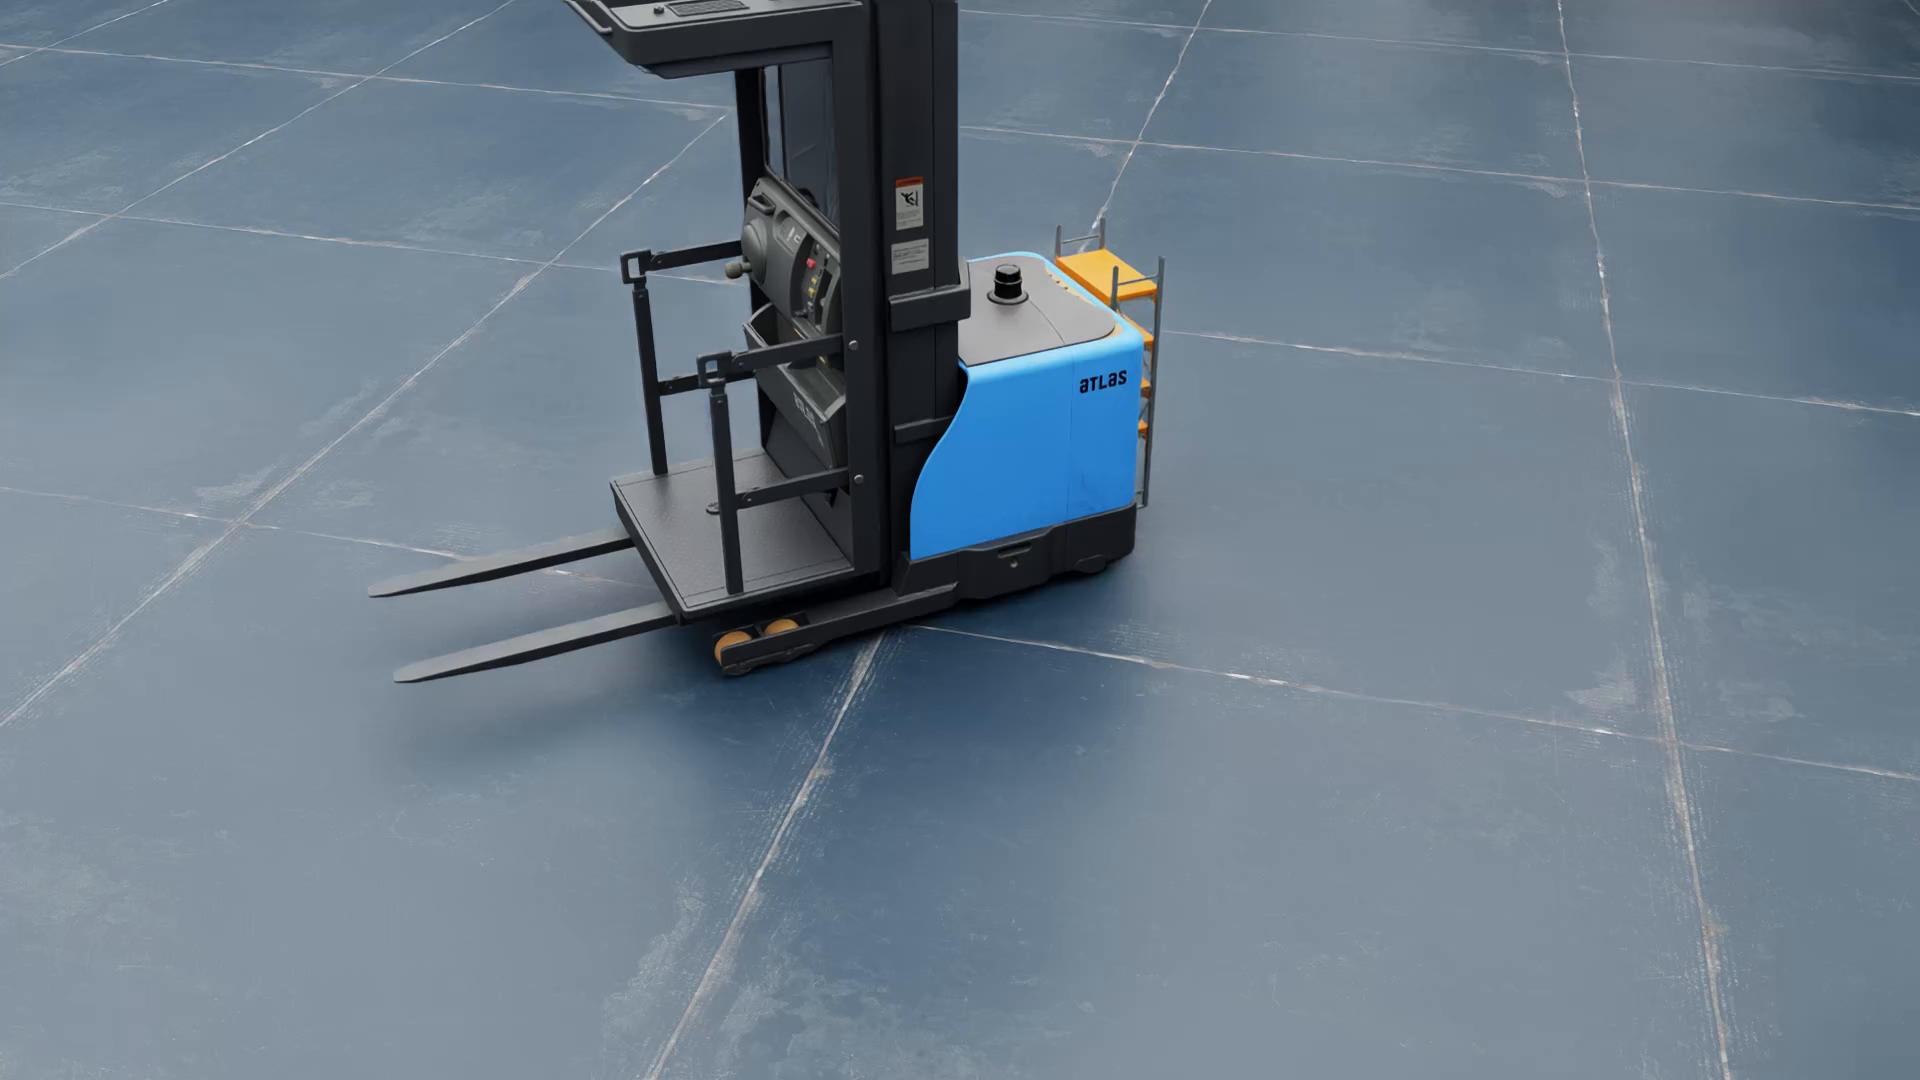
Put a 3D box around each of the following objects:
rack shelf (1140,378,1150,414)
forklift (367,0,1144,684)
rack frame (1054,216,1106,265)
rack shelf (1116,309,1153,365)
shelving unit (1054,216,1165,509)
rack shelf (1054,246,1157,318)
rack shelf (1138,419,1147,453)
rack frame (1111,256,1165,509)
[{"bbox_3d":[0.627,-0.694,7.349,0.258,0.148,0.480,-14,35,-21],"label":"rack shelf"},{"bbox_3d":[-0.818,-1.039,6.152,3.031,2.935,1.130,-14,35,-21],"label":"forklift"},{"bbox_3d":[0.522,-0.869,7.499,0.240,1.200,0.015,-14,35,-21],"label":"rack frame"},{"bbox_3d":[0.627,-0.883,7.229,0.258,0.148,0.480,-14,35,-21],"label":"rack shelf"},{"bbox_3d":[0.627,-0.751,7.313,0.258,1.200,0.503,-14,35,-21],"label":"shelving unit"},{"bbox_3d":[0.627,-1.083,7.102,0.258,0.148,0.480,-14,35,-21],"label":"rack shelf"},{"bbox_3d":[0.627,-0.527,7.456,0.258,0.148,0.480,-14,35,-21],"label":"rack shelf"},{"bbox_3d":[0.733,-0.633,7.128,0.240,1.200,0.015,-14,35,-21],"label":"rack frame"}]
